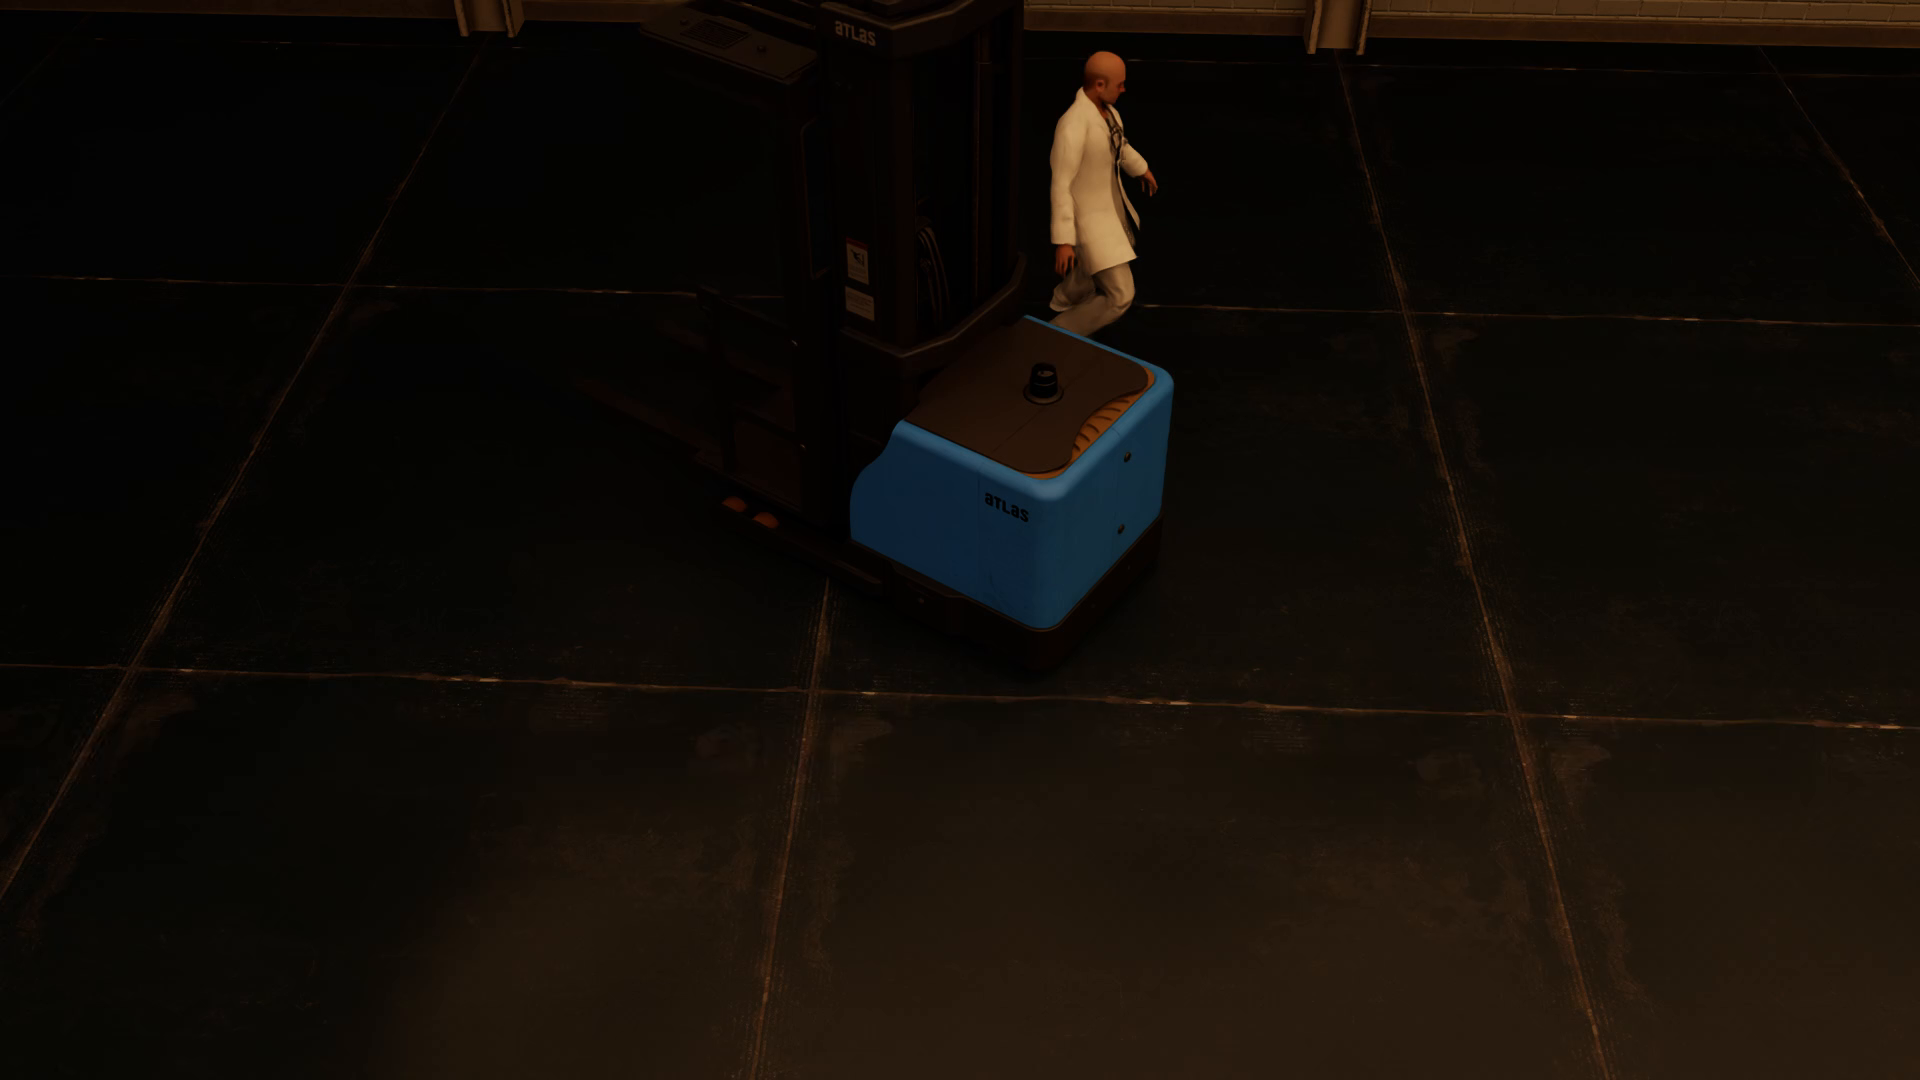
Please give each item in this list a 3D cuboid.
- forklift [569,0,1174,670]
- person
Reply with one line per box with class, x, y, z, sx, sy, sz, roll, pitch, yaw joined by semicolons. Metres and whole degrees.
forklift;-0.565;-1.316;7.184;3.031;2.935;1.130;25;48;25
person;0.708;-1.704;8.570;0.617;1.663;0.977;16;45;17
